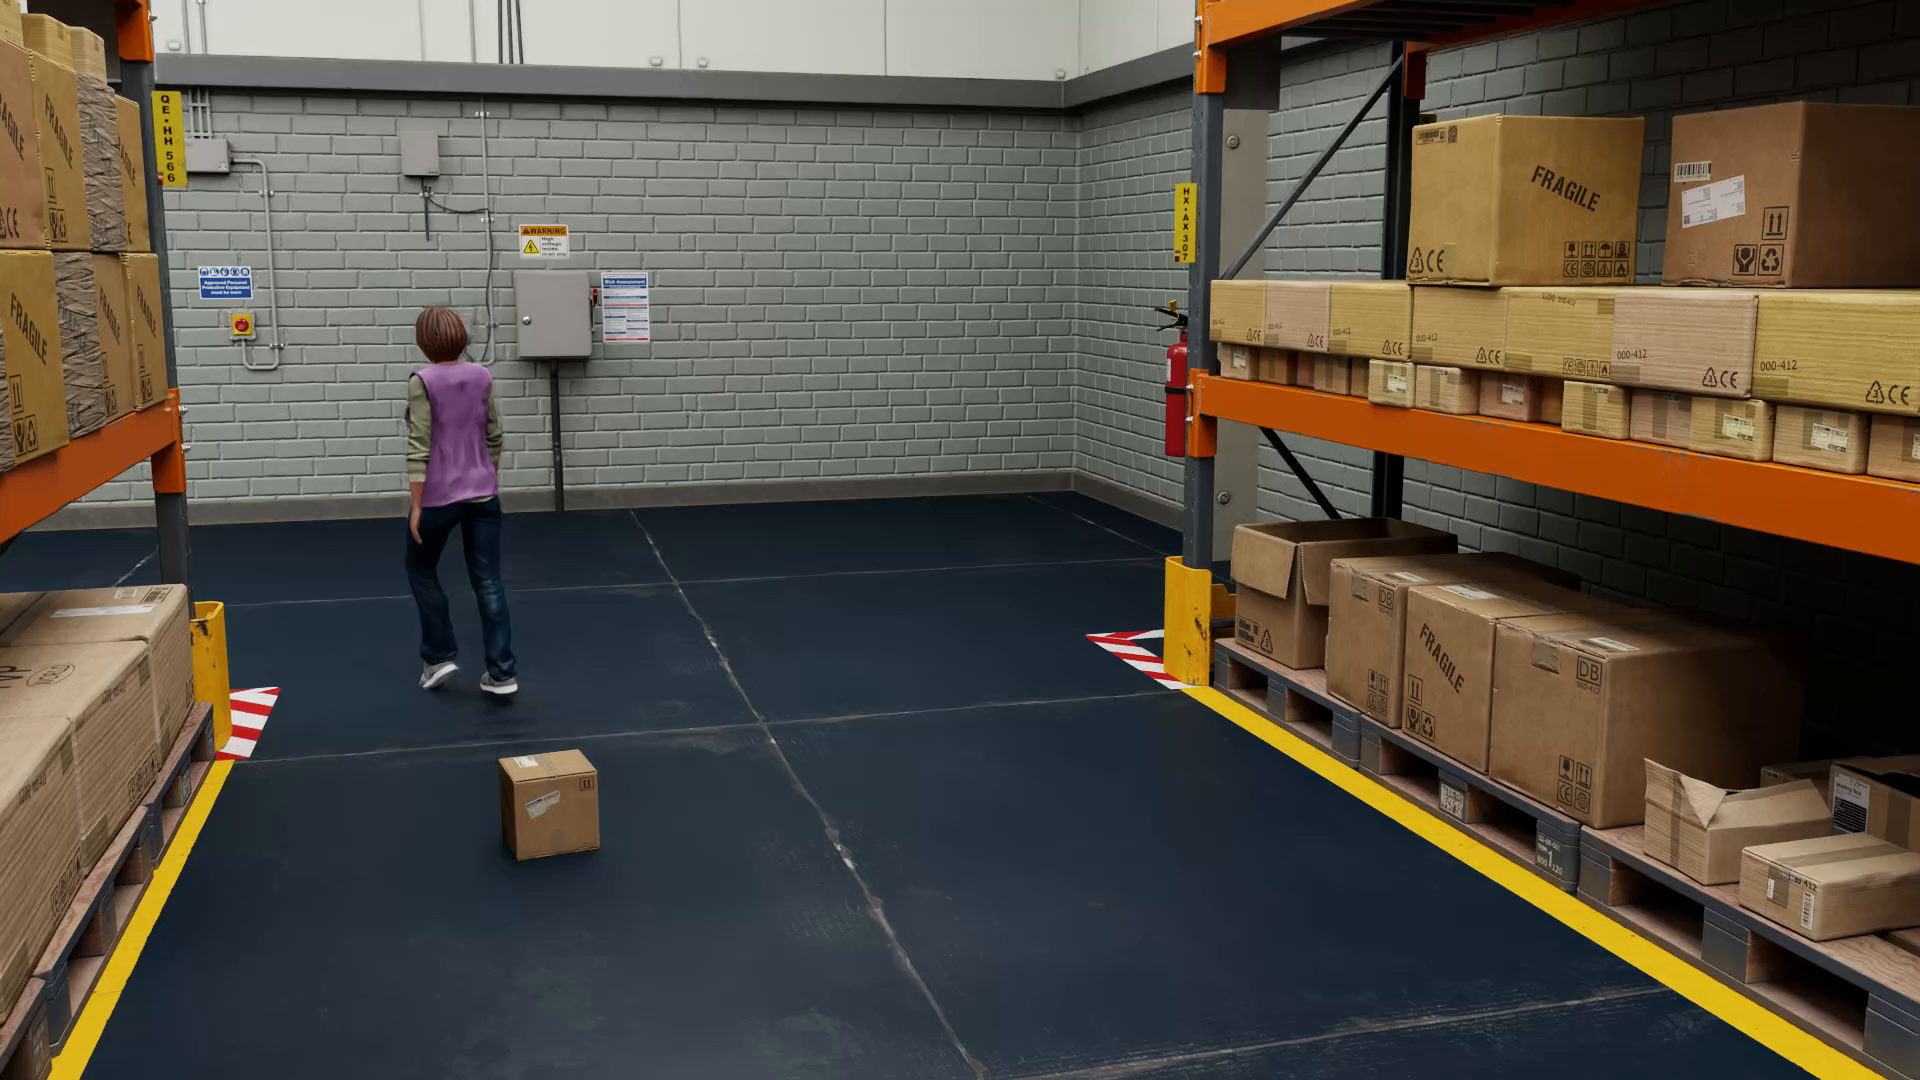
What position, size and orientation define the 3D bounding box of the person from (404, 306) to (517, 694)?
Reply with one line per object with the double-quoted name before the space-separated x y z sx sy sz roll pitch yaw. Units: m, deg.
"person" -2.063 -0.122 6.768 0.466 1.618 0.630 -9 13 -42
